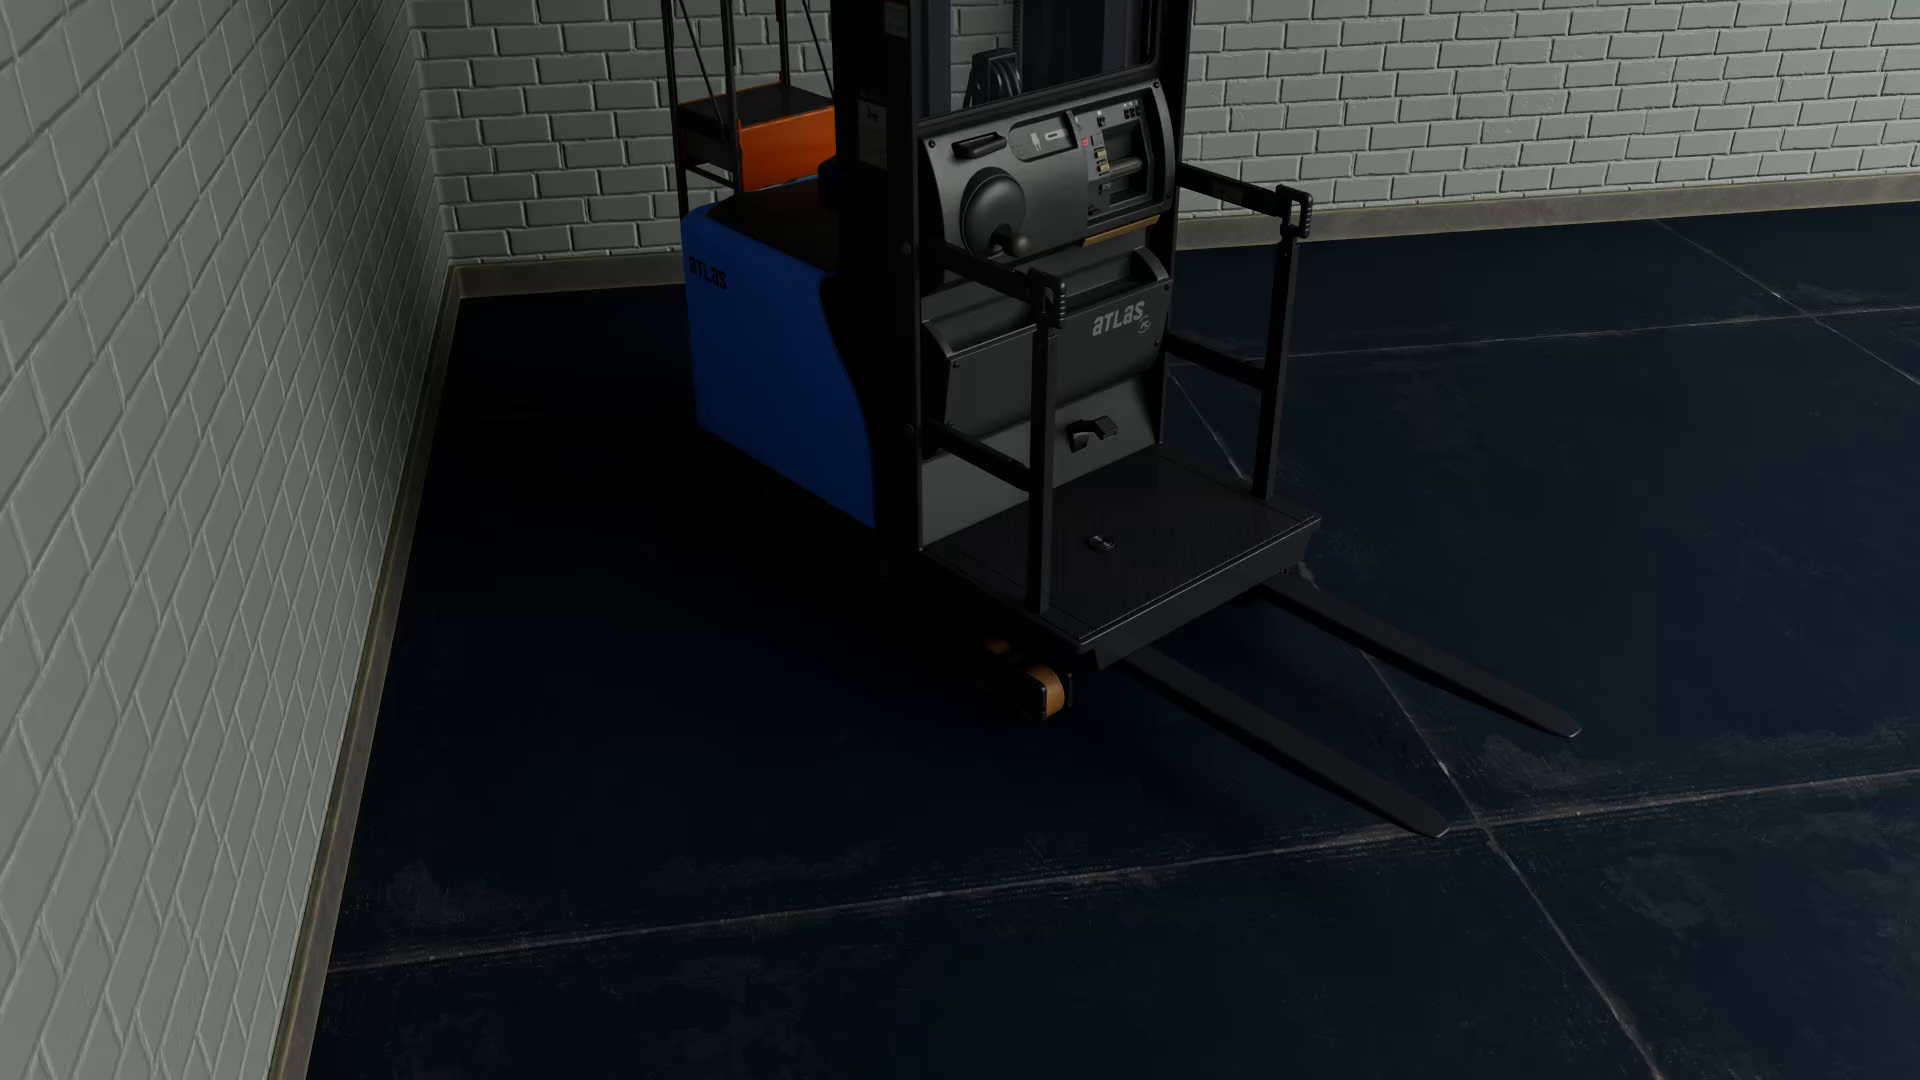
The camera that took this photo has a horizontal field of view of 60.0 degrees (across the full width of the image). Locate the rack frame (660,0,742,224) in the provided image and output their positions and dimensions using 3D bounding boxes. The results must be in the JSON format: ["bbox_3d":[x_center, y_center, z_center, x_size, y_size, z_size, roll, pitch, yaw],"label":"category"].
[{"bbox_3d":[-0.887,-1.280,5.855,0.015,2.100,0.400,-24,38,-35],"label":"rack frame"}]

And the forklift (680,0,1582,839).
[{"bbox_3d":[0.413,-1.027,4.606,1.130,2.935,3.031,-24,38,-35],"label":"forklift"}]

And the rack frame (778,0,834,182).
[{"bbox_3d":[-0.522,-1.444,6.134,0.015,2.100,0.400,-24,38,-35],"label":"rack frame"}]

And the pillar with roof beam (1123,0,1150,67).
[{"bbox_3d":[1.425,-3.055,2.068,0.400,9.000,9.100,-5,31,-9],"label":"pillar with roof beam"}]

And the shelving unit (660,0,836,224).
[{"bbox_3d":[-0.705,-1.362,5.995,0.503,2.100,0.431,-24,38,-35],"label":"shelving unit"}]

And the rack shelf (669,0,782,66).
[{"bbox_3d":[-0.705,-1.954,5.647,0.480,0.518,0.431,-24,38,-35],"label":"rack shelf"}]

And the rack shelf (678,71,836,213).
[{"bbox_3d":[-0.705,-1.350,6.001,0.480,0.518,0.431,-24,38,-35],"label":"rack shelf"}]
